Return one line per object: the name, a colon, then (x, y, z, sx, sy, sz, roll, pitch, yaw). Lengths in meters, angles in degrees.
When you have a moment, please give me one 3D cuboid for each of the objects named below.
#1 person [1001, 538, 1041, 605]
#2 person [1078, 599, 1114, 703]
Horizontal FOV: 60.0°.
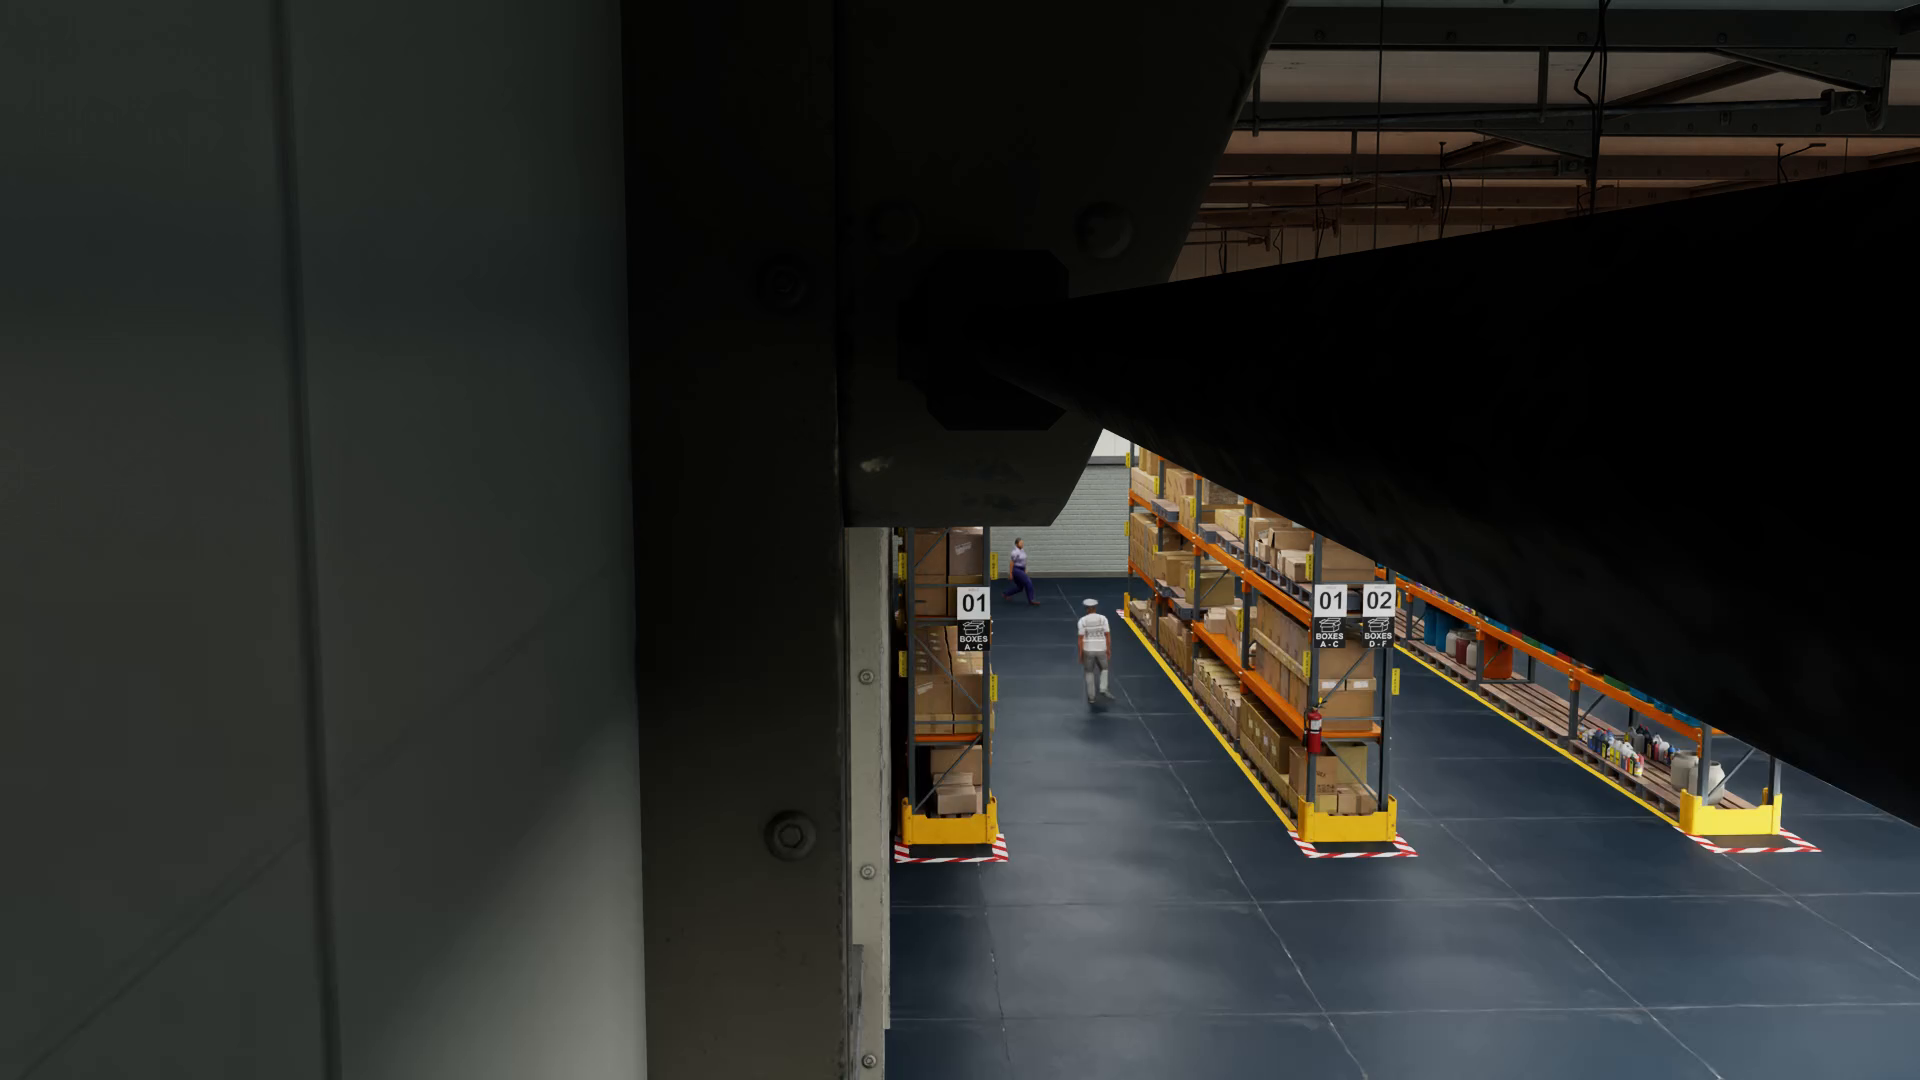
person: (1.397, 0.702, 38.002, 1.021, 1.528, 0.465, 3, 8, 21)
person: (2.282, 1.878, 27.999, 0.606, 1.756, 0.532, -1, 7, -6)
